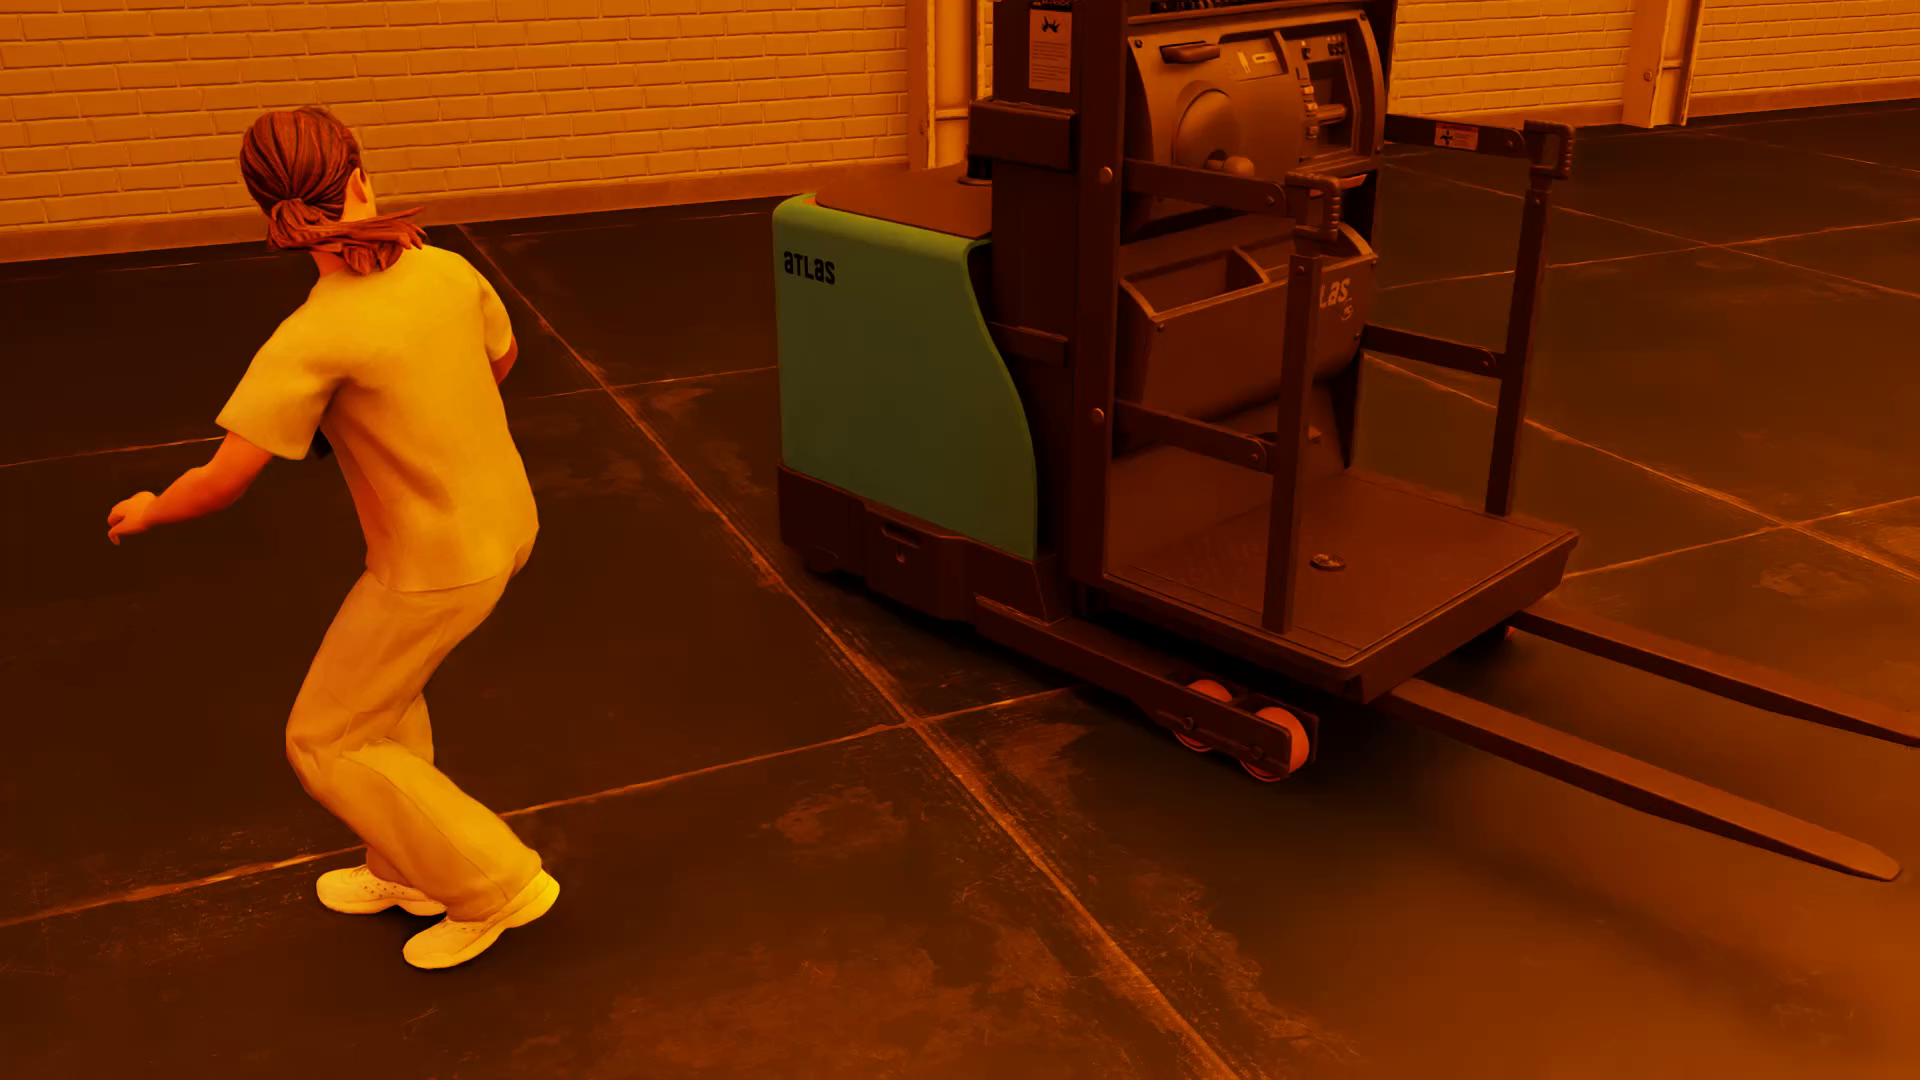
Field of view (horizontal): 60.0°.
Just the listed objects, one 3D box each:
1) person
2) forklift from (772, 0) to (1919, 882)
[{"bbox_3d":[-1.099,0.010,3.038,0.698,1.570,0.718,4,23,10],"label":"person"},{"bbox_3d":[0.864,-1.028,3.761,3.031,2.935,1.130,21,30,41],"label":"forklift"}]
